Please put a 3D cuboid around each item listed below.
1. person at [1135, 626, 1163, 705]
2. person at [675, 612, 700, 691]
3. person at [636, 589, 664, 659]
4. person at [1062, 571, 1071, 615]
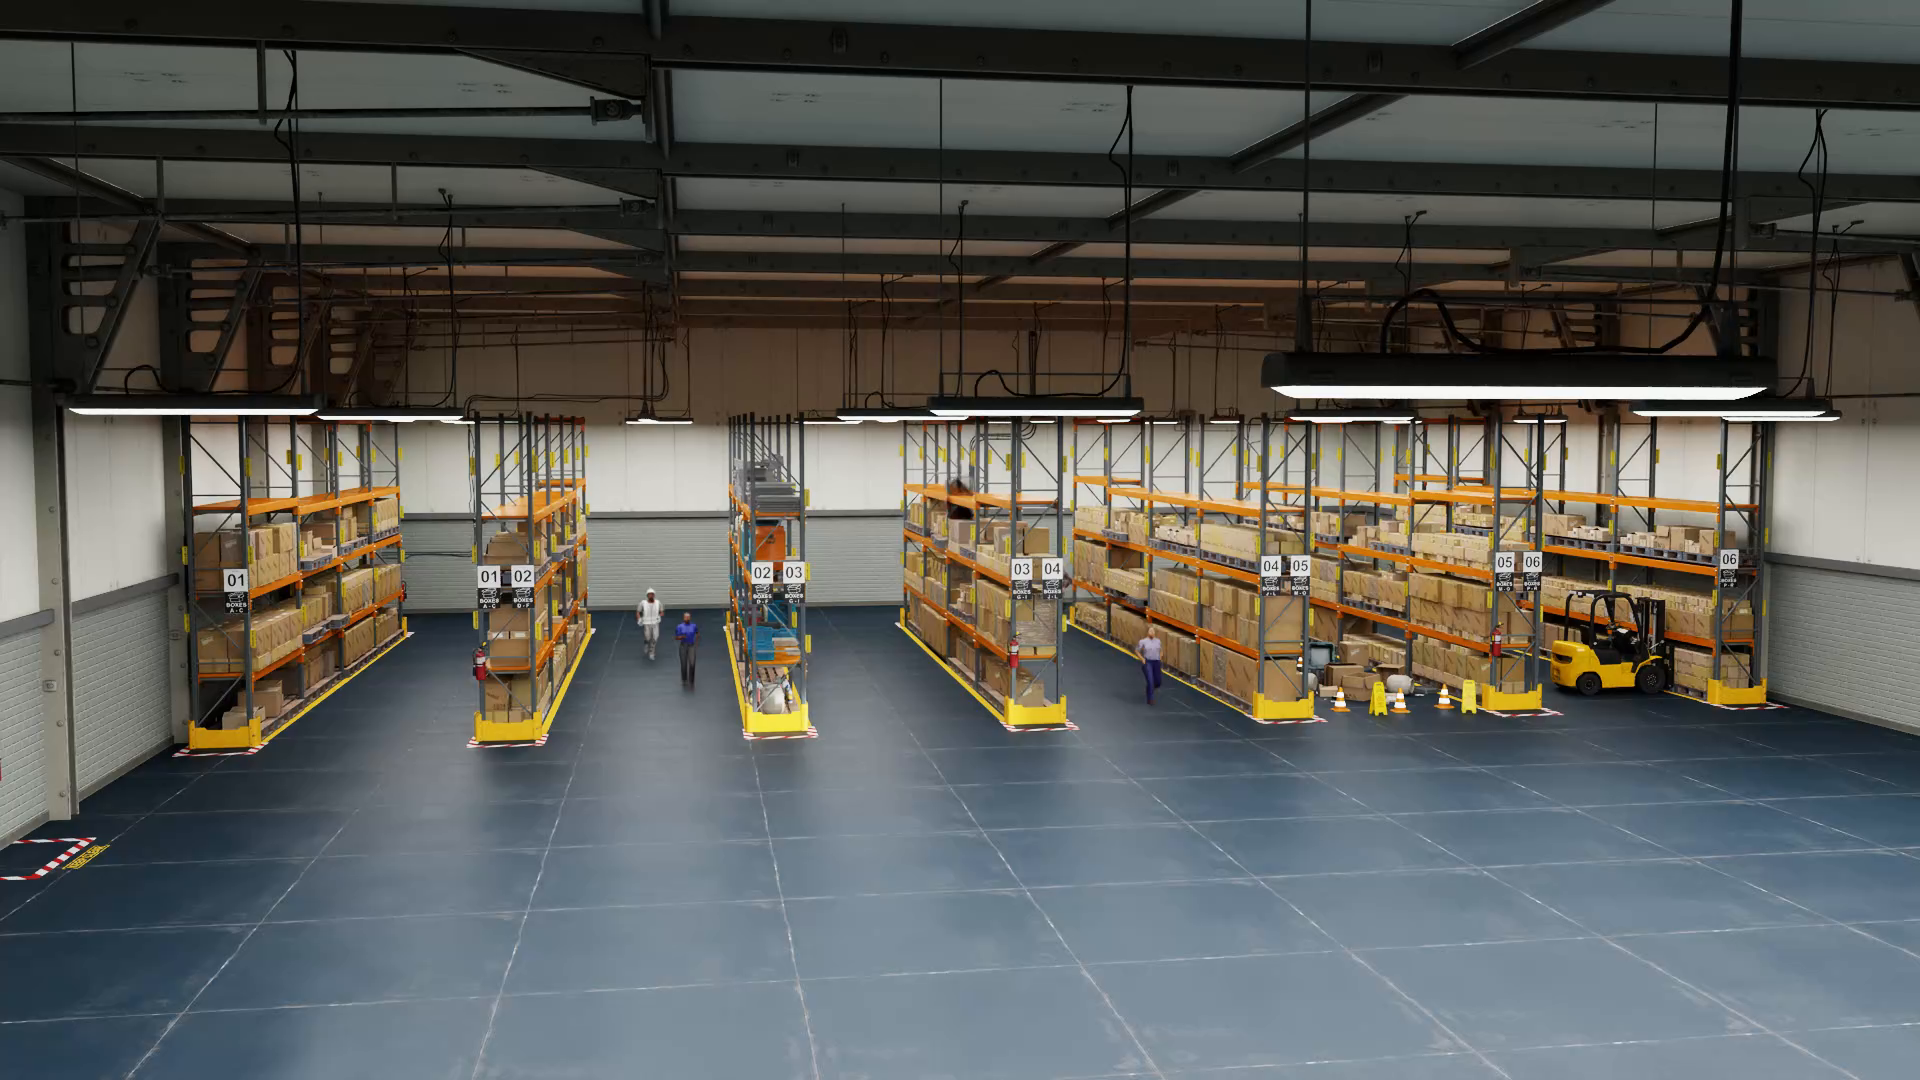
[{"bbox_3d":[3.928,2.583,34.417,0.613,1.599,0.687,-1,4,-17],"label":"person"},{"bbox_3d":[-5.950,2.426,36.312,0.560,1.713,0.728,-1,4,-13],"label":"person"},{"bbox_3d":[-7.620,2.074,41.012,0.686,1.737,0.600,-1,4,-19],"label":"person"},{"bbox_3d":[2.918,1.515,49.570,0.715,1.780,0.851,-2,4,-27],"label":"person"}]
